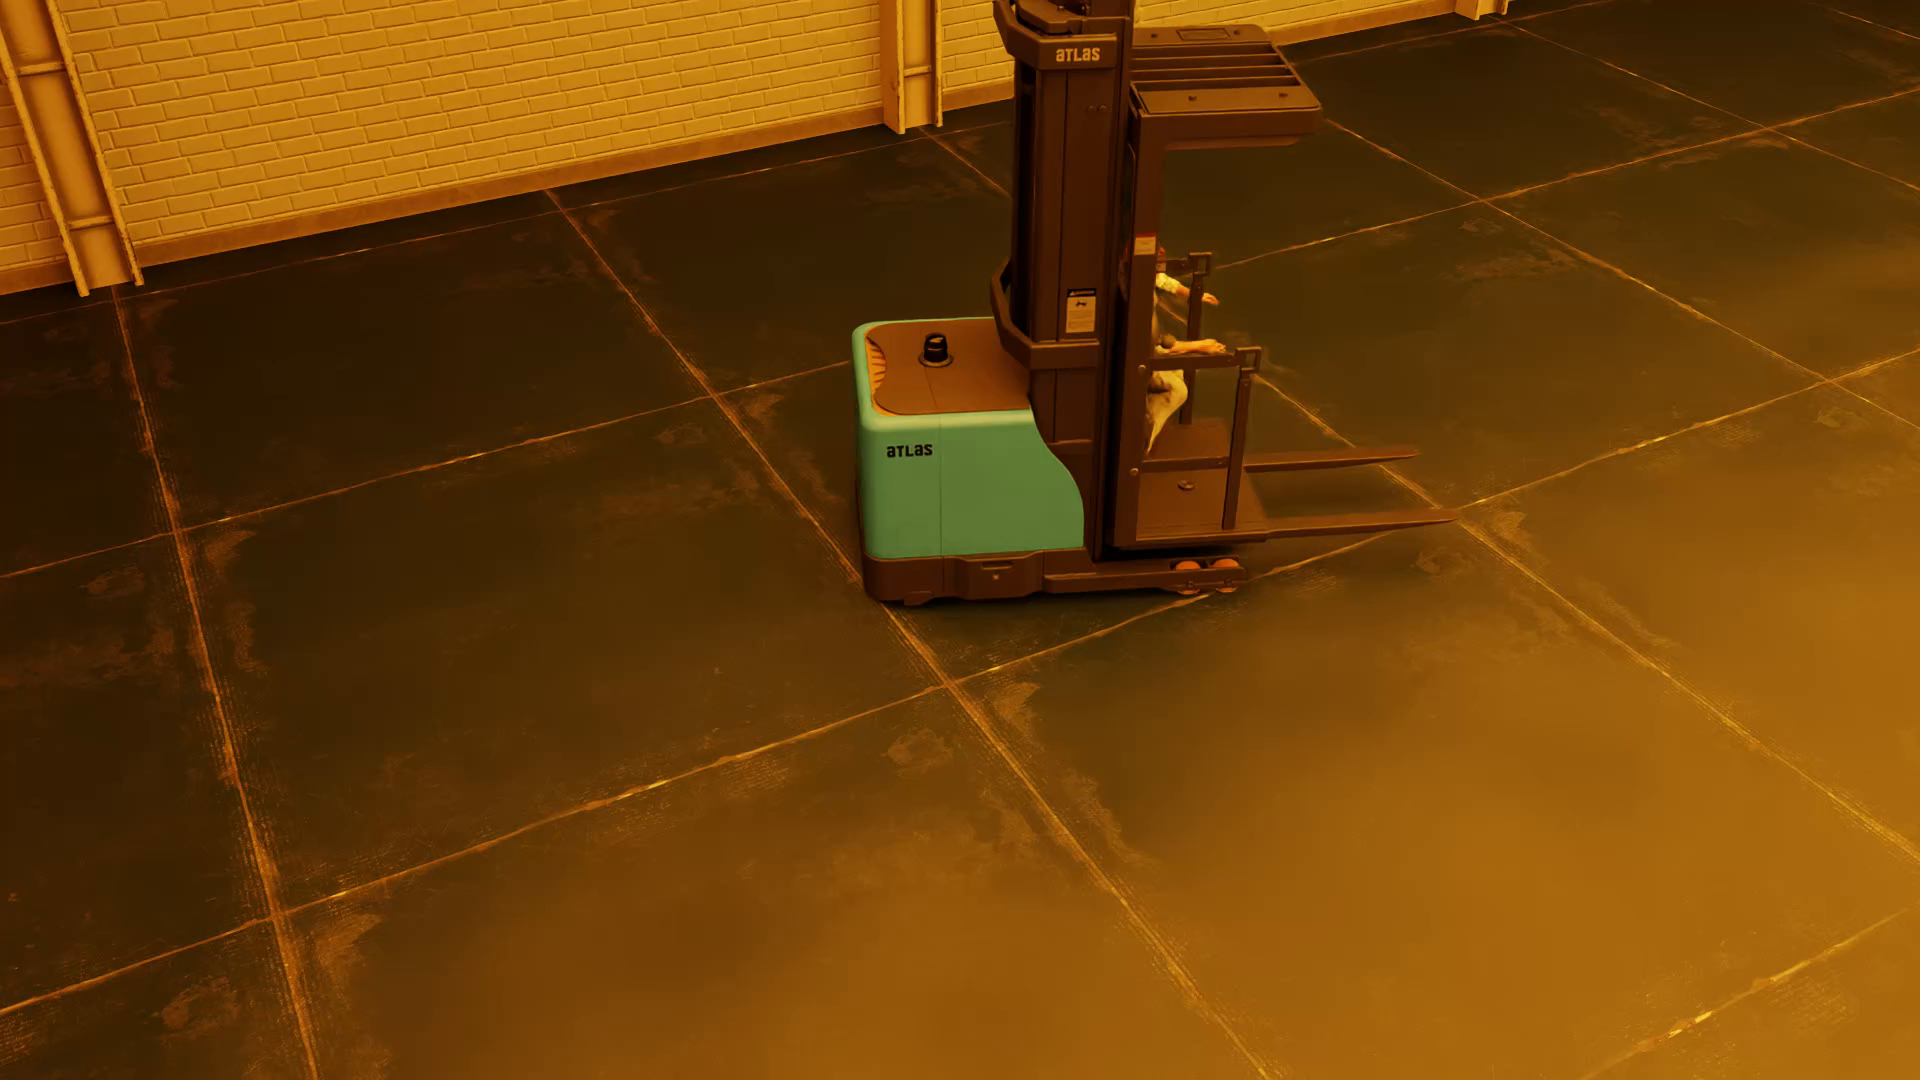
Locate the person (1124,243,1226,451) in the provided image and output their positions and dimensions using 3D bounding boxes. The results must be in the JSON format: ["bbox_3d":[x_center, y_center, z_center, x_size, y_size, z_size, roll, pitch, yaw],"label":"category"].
[{"bbox_3d":[1.064,-0.979,8.776,0.708,1.331,0.799,12,37,17],"label":"person"}]

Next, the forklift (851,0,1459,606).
[{"bbox_3d":[0.994,-1.227,7.858,3.031,2.935,1.130,-3,35,-5],"label":"forklift"}]
